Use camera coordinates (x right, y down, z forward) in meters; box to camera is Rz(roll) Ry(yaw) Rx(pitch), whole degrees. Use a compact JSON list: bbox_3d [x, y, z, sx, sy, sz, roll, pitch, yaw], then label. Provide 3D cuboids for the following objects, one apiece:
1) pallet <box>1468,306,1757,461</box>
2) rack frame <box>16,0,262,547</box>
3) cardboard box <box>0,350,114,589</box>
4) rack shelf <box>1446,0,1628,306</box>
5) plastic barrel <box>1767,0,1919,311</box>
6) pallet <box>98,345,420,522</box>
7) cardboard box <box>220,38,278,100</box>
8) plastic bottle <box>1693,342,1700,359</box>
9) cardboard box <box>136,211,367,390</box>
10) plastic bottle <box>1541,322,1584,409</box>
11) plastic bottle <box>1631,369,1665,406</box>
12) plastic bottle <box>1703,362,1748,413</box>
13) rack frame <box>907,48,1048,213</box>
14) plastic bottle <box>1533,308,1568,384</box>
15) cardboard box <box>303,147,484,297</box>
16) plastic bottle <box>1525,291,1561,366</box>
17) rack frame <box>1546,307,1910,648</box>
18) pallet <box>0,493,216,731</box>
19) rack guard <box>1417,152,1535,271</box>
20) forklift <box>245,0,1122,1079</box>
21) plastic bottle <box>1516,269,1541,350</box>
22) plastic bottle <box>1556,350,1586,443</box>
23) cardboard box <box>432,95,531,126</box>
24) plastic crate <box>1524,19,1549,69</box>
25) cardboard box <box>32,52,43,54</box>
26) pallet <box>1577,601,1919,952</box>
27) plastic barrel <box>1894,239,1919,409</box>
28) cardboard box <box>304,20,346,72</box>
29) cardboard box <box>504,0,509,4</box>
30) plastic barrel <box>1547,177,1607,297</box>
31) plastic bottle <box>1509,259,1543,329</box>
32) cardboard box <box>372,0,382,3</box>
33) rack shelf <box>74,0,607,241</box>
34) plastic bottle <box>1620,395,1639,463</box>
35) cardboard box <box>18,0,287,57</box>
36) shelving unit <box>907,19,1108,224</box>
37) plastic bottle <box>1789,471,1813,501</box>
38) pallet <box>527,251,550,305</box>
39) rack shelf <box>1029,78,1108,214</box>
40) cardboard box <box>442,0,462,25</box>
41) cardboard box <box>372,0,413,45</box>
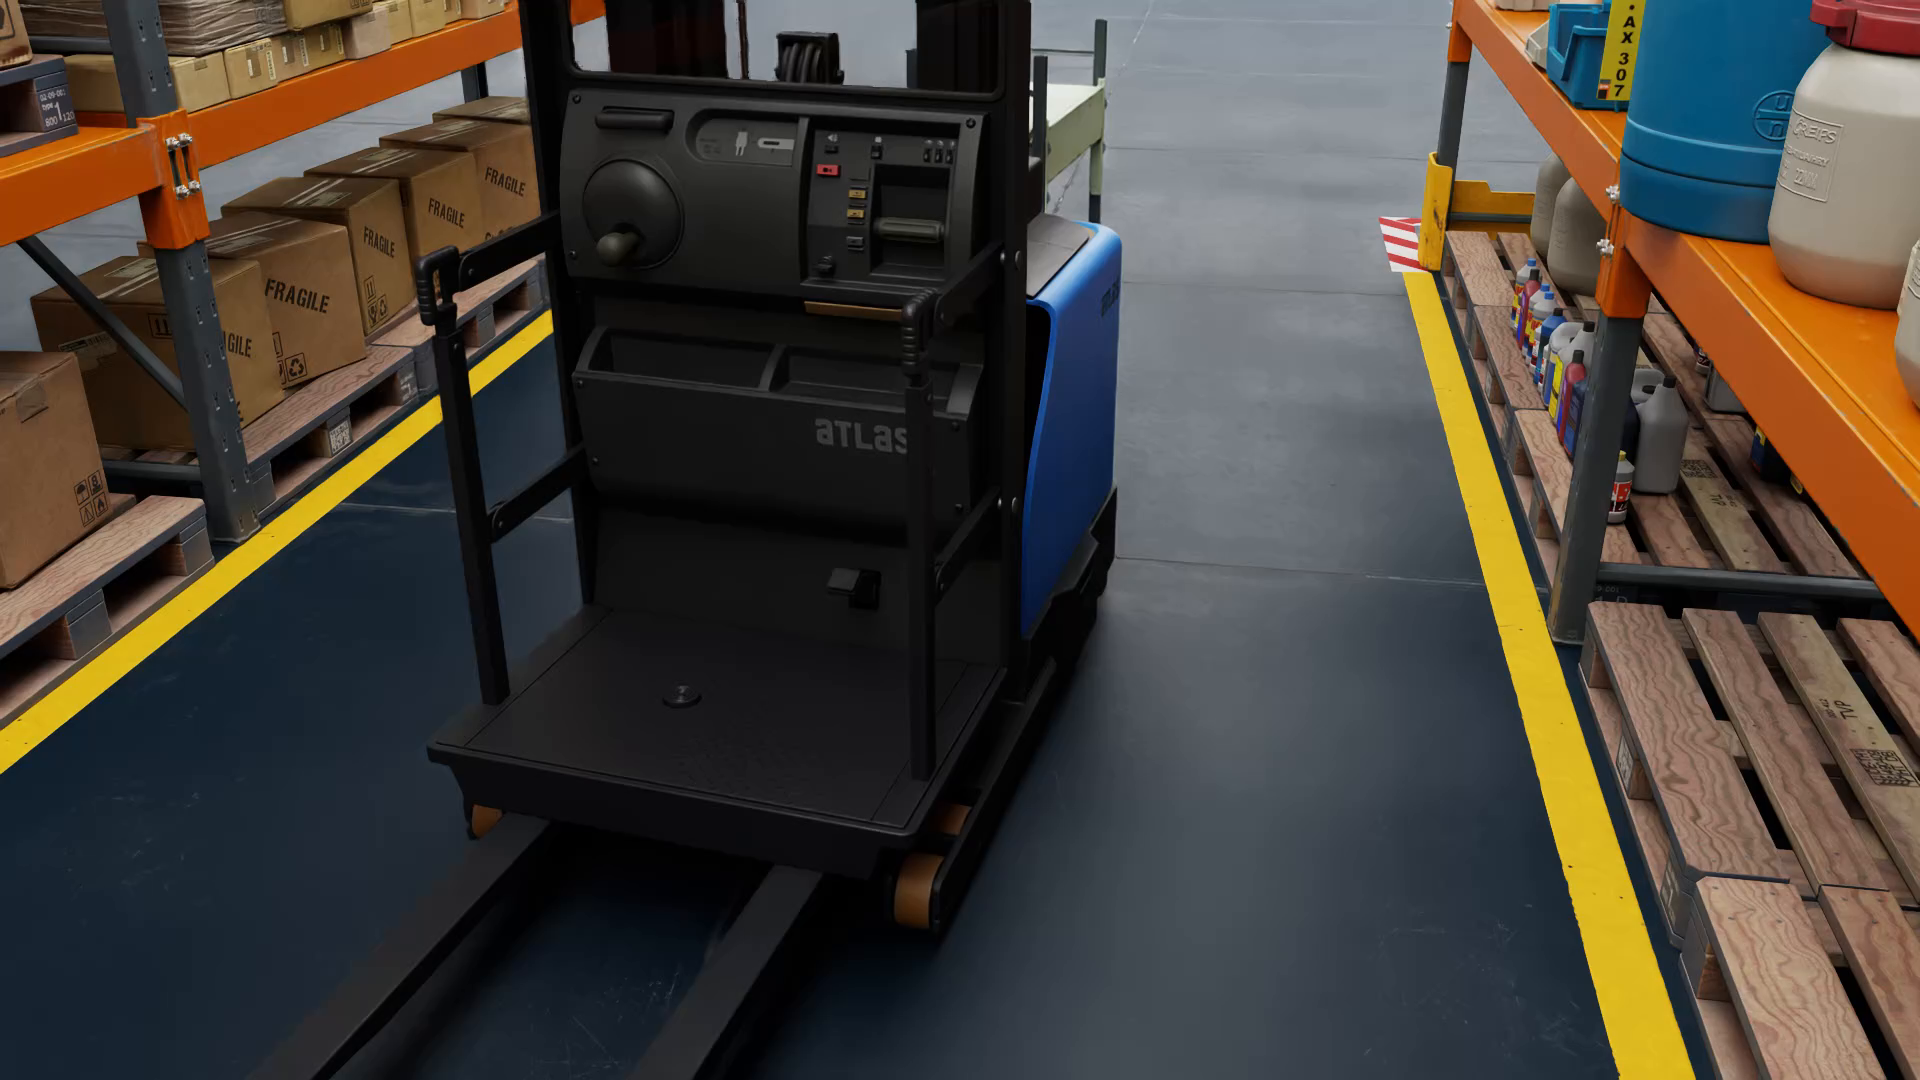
[{"bbox_3d":[2.499,-0.583,6.246,1.003,0.211,1.213,4,25,9],"label":"pallet"},{"bbox_3d":[-2.736,-1.399,4.701,1.000,3.000,0.127,4,25,9],"label":"rack frame"},{"bbox_3d":[-2.857,-0.211,4.592,0.700,0.500,0.500,2,25,4],"label":"cardboard box"},{"bbox_3d":[2.478,-1.567,5.907,1.077,0.370,4.000,4,25,9],"label":"rack shelf"},{"bbox_3d":[1.778,-0.733,3.116,0.433,0.535,0.433,0,25,0],"label":"plastic barrel"},{"bbox_3d":[-2.661,-0.420,5.897,1.003,0.211,1.213,4,25,9],"label":"pallet"},{"bbox_3d":[-2.350,-1.458,5.123,0.380,0.149,0.250,4,25,9],"label":"cardboard box"},{"bbox_3d":[2.763,-0.803,6.112,0.061,0.283,0.133,4,25,9],"label":"plastic bottle"},{"bbox_3d":[-2.545,-0.862,6.006,0.500,0.500,0.500,13,28,25],"label":"cardboard box"},{"bbox_3d":[2.086,-0.594,5.675,0.152,0.276,0.135,4,25,9],"label":"plastic bottle"},{"bbox_3d":[2.153,-0.391,5.242,0.152,0.276,0.135,4,25,9],"label":"plastic bottle"},{"bbox_3d":[2.642,-0.587,5.660,0.152,0.276,0.135,4,25,9],"label":"plastic bottle"},{"bbox_3d":[0.046,-0.666,4.904,0.400,1.500,0.023,8,26,16],"label":"rack frame"},{"bbox_3d":[2.095,-0.686,5.876,0.097,0.271,0.097,0,25,0],"label":"plastic bottle"},{"bbox_3d":[-2.385,-1.357,7.064,0.500,0.500,0.500,6,26,13],"label":"cardboard box"},{"bbox_3d":[2.128,-0.771,6.057,0.097,0.271,0.097,0,25,0],"label":"plastic bottle"},{"bbox_3d":[2.151,-1.056,3.968,1.000,3.000,0.127,4,25,9],"label":"rack frame"},{"bbox_3d":[-2.861,0.190,4.596,1.003,0.211,1.213,4,25,9],"label":"pallet"},{"bbox_3d":[2.838,-1.562,7.997,1.175,0.500,0.348,4,25,9],"label":"rack guard"},{"bbox_3d":[-0.467,-0.696,3.279,1.130,2.935,3.031,8,26,16],"label":"forklift"},{"bbox_3d":[2.146,-0.868,6.251,0.061,0.283,0.133,4,25,9],"label":"plastic bottle"},{"bbox_3d":[1.988,-0.466,5.392,0.061,0.283,0.133,6,26,12],"label":"plastic bottle"},{"bbox_3d":[-2.201,-1.870,8.160,0.500,0.500,0.500,9,27,18],"label":"cardboard box"},{"bbox_3d":[2.166,-1.633,5.512,0.530,0.136,0.437,4,25,9],"label":"plastic crate"},{"bbox_3d":[-2.991,-1.396,4.990,0.380,0.149,0.250,4,25,9],"label":"cardboard box"},{"bbox_3d":[2.061,0.538,3.851,1.003,0.211,1.213,4,25,9],"label":"pallet"},{"bbox_3d":[1.658,-0.426,2.461,0.433,0.535,0.433,0,25,0],"label":"plastic barrel"},{"bbox_3d":[-2.305,-1.670,5.575,0.380,0.149,0.250,4,25,9],"label":"cardboard box"},{"bbox_3d":[-2.113,-2.301,6.924,0.380,0.149,0.250,4,25,9],"label":"cardboard box"},{"bbox_3d":[2.690,-1.302,6.933,0.421,0.512,0.421,0,25,0],"label":"plastic barrel"},{"bbox_3d":[2.201,-0.956,6.453,0.097,0.271,0.097,0,25,0],"label":"plastic bottle"},{"bbox_3d":[-2.502,-2.186,5.913,0.875,0.500,0.500,4,25,9],"label":"cardboard box"},{"bbox_3d":[-2.409,-1.910,6.640,1.077,0.370,4.000,4,25,9],"label":"rack shelf"},{"bbox_3d":[1.972,-0.345,5.054,0.144,0.351,0.185,3,25,7],"label":"plastic bottle"},{"bbox_3d":[-2.601,-1.763,5.009,0.875,0.500,0.500,4,25,9],"label":"cardboard box"},{"bbox_3d":[0.155,-0.814,5.220,0.431,1.500,0.755,8,26,16],"label":"shelving unit"},{"bbox_3d":[2.556,-0.272,4.978,0.061,0.283,0.133,4,25,9],"label":"plastic bottle"},{"bbox_3d":[-2.262,-1.440,8.077,1.003,0.211,1.213,4,25,9],"label":"pallet"},{"bbox_3d":[0.155,-1.168,5.055,0.431,0.370,0.720,8,26,16],"label":"rack shelf"},{"bbox_3d":[-2.176,-2.090,6.474,0.380,0.149,0.250,4,25,9],"label":"cardboard box"},{"bbox_3d":[-2.224,-1.879,6.022,0.380,0.149,0.250,4,25,9],"label":"cardboard box"}]
